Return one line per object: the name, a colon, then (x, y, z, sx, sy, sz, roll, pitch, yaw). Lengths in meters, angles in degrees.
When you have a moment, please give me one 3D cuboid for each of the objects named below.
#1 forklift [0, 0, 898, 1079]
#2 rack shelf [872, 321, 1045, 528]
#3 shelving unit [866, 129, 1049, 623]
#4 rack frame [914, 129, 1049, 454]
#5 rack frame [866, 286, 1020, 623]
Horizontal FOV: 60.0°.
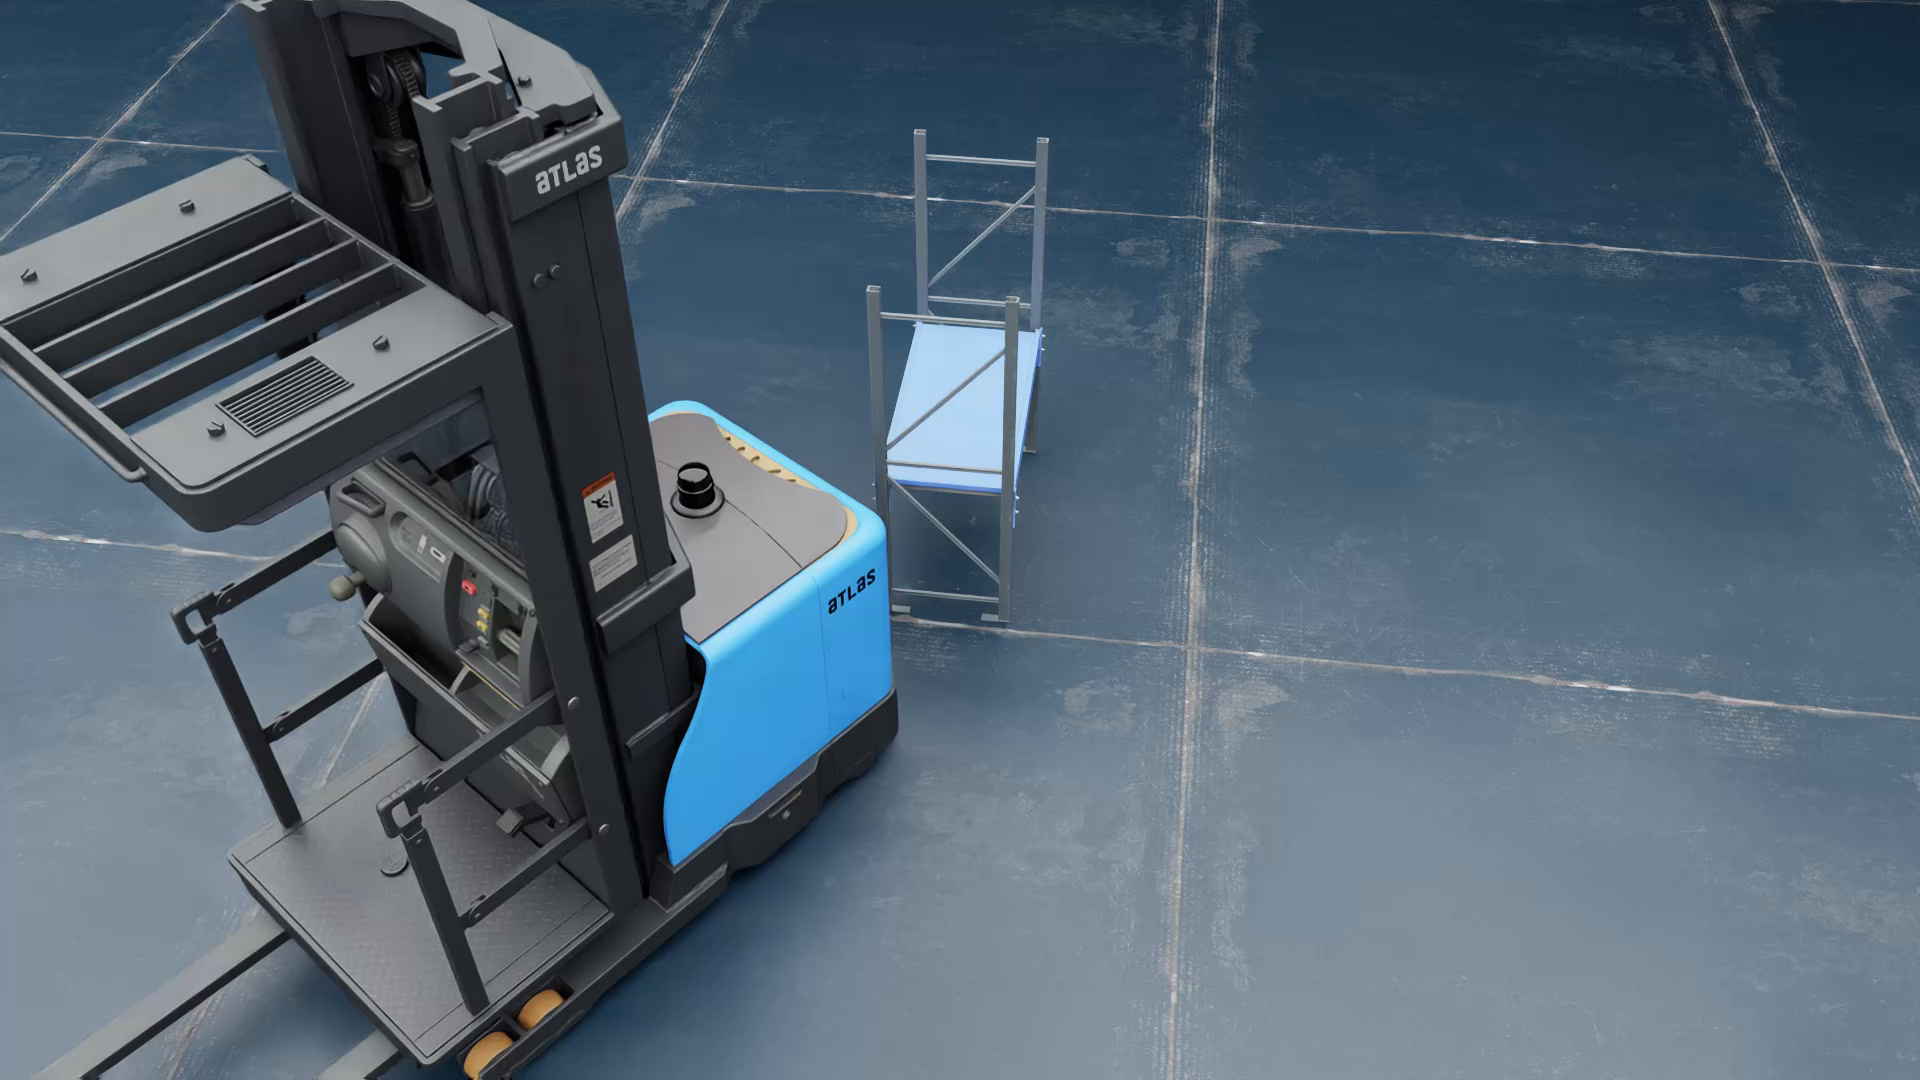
forklift: (-1.580, 0.183, 4.425, 1.130, 2.935, 3.031, 32, 52, 29)
rack shelf: (0.011, -0.472, 6.419, 0.538, 0.185, 1.000, 5, 44, 6)
shelving unit: (0.011, -0.603, 6.296, 0.538, 1.500, 1.048, 5, 44, 6)
rack frame: (0.078, -0.949, 6.662, 0.500, 1.500, 0.032, 5, 44, 6)
rack frame: (-0.056, -0.256, 5.930, 0.500, 1.500, 0.032, 5, 44, 6)
